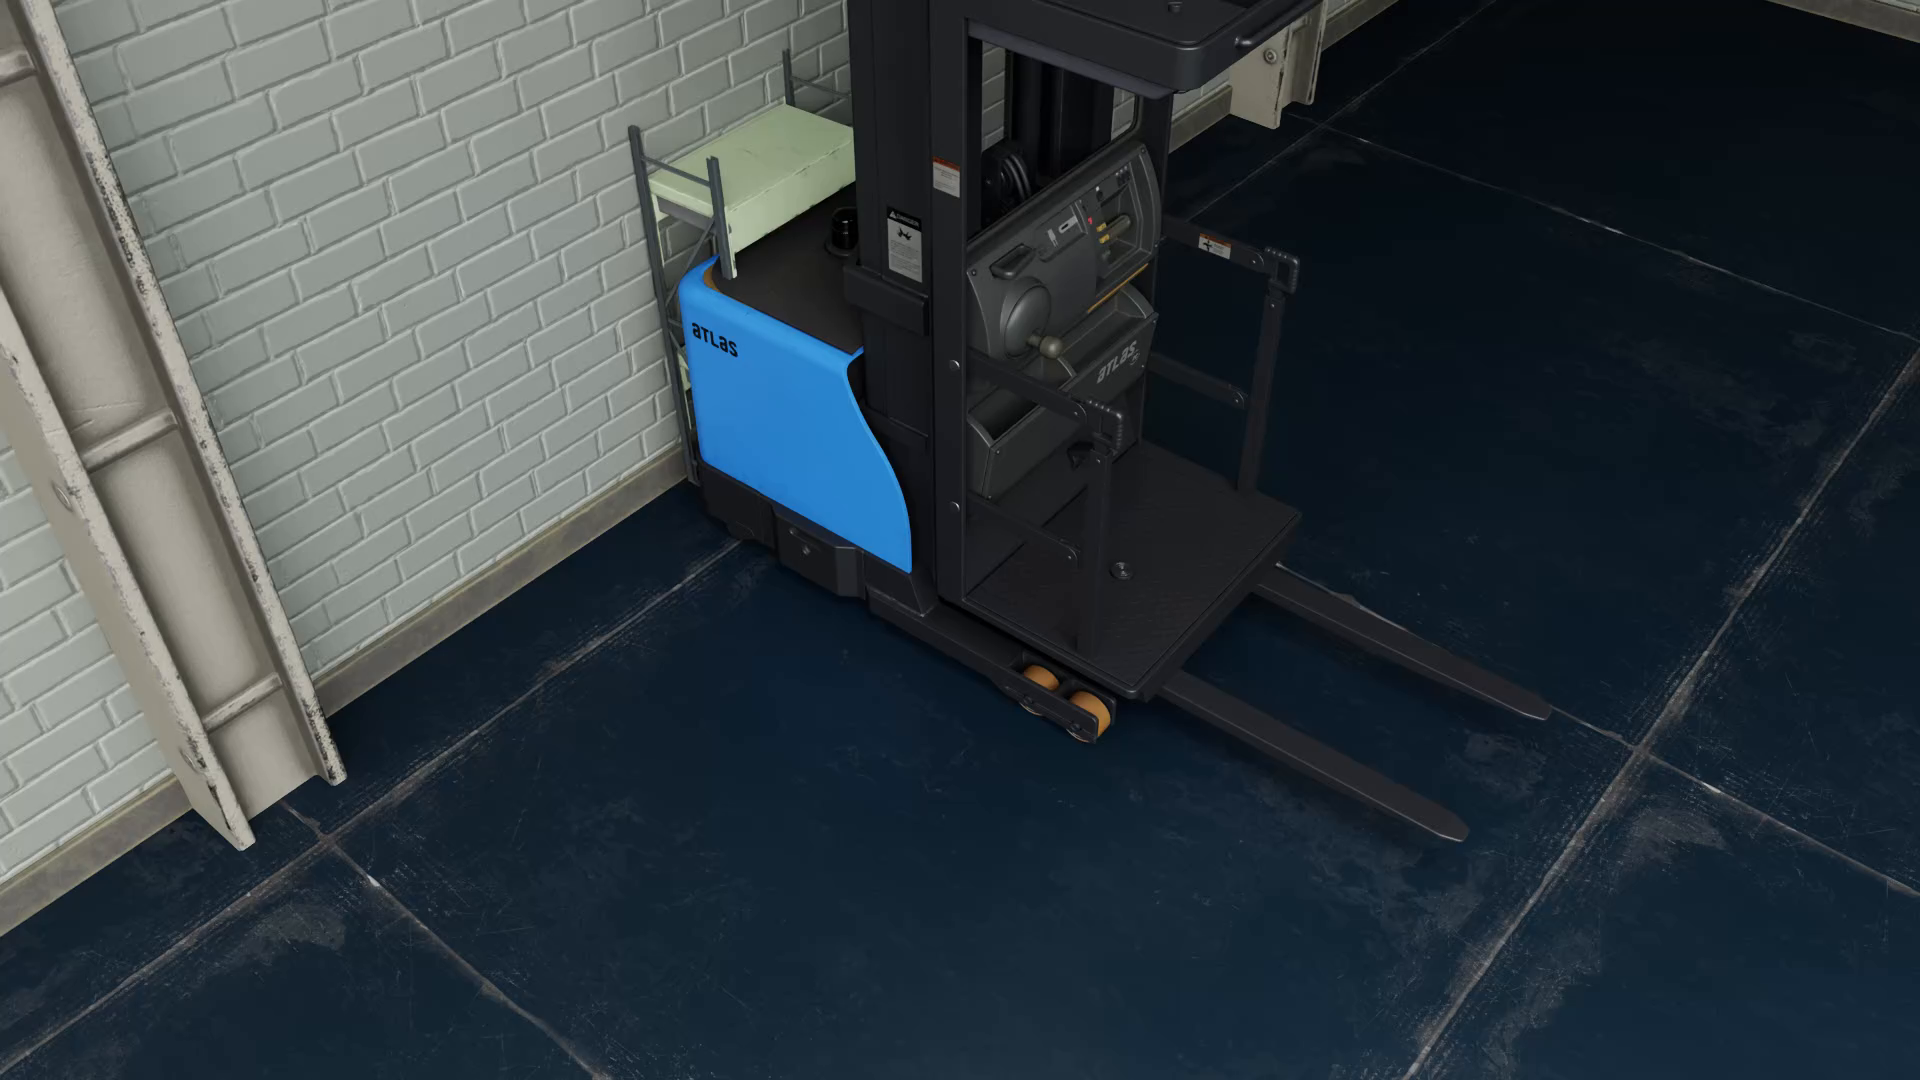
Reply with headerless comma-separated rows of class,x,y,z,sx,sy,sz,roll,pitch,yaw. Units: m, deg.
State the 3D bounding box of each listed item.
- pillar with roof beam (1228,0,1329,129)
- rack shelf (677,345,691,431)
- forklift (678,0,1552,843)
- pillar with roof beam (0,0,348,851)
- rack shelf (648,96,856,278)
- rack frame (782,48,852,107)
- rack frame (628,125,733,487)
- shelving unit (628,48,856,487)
pillar with roof beam,4.925,-3.752,3.687,9.100,9.000,0.400,29,50,28
rack shelf,-0.681,-0.672,6.331,0.431,0.370,0.720,26,48,29
forklift,0.498,-0.824,4.978,3.031,2.935,1.130,28,49,27
pillar with roof beam,1.063,-0.662,0.290,9.100,9.000,0.400,29,50,28
rack shelf,-0.701,-1.214,5.863,0.431,0.370,0.720,26,48,29
rack frame,-0.463,-1.111,6.332,0.400,1.500,0.023,26,48,29
rack frame,-0.917,-0.727,5.905,0.400,1.500,0.023,26,48,29
shelving unit,-0.690,-0.919,6.118,0.431,1.500,0.755,26,48,29
